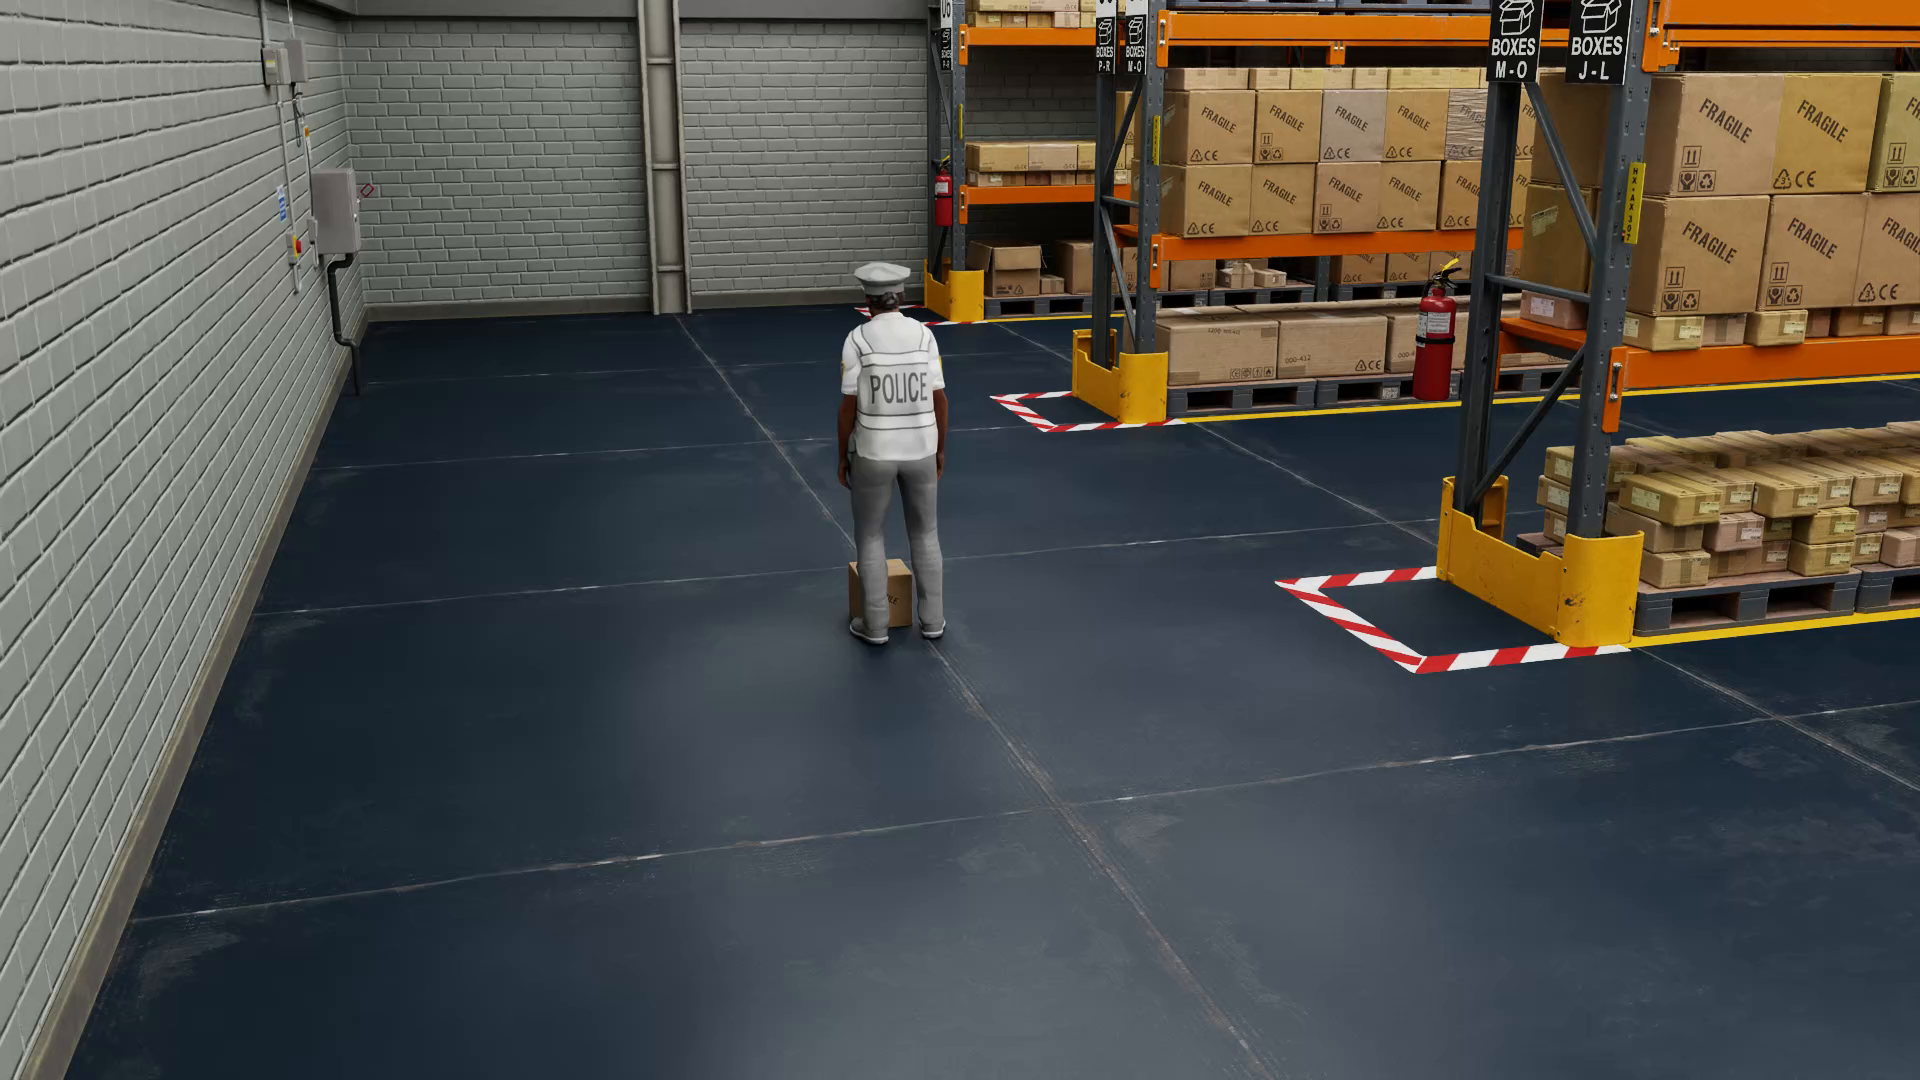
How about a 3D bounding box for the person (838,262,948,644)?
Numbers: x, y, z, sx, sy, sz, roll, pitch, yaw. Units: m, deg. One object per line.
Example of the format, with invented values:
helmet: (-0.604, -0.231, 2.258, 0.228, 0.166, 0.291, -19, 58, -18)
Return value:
person: (-0.290, -0.366, 7.300, 0.506, 1.660, 0.393, -4, 17, -15)
